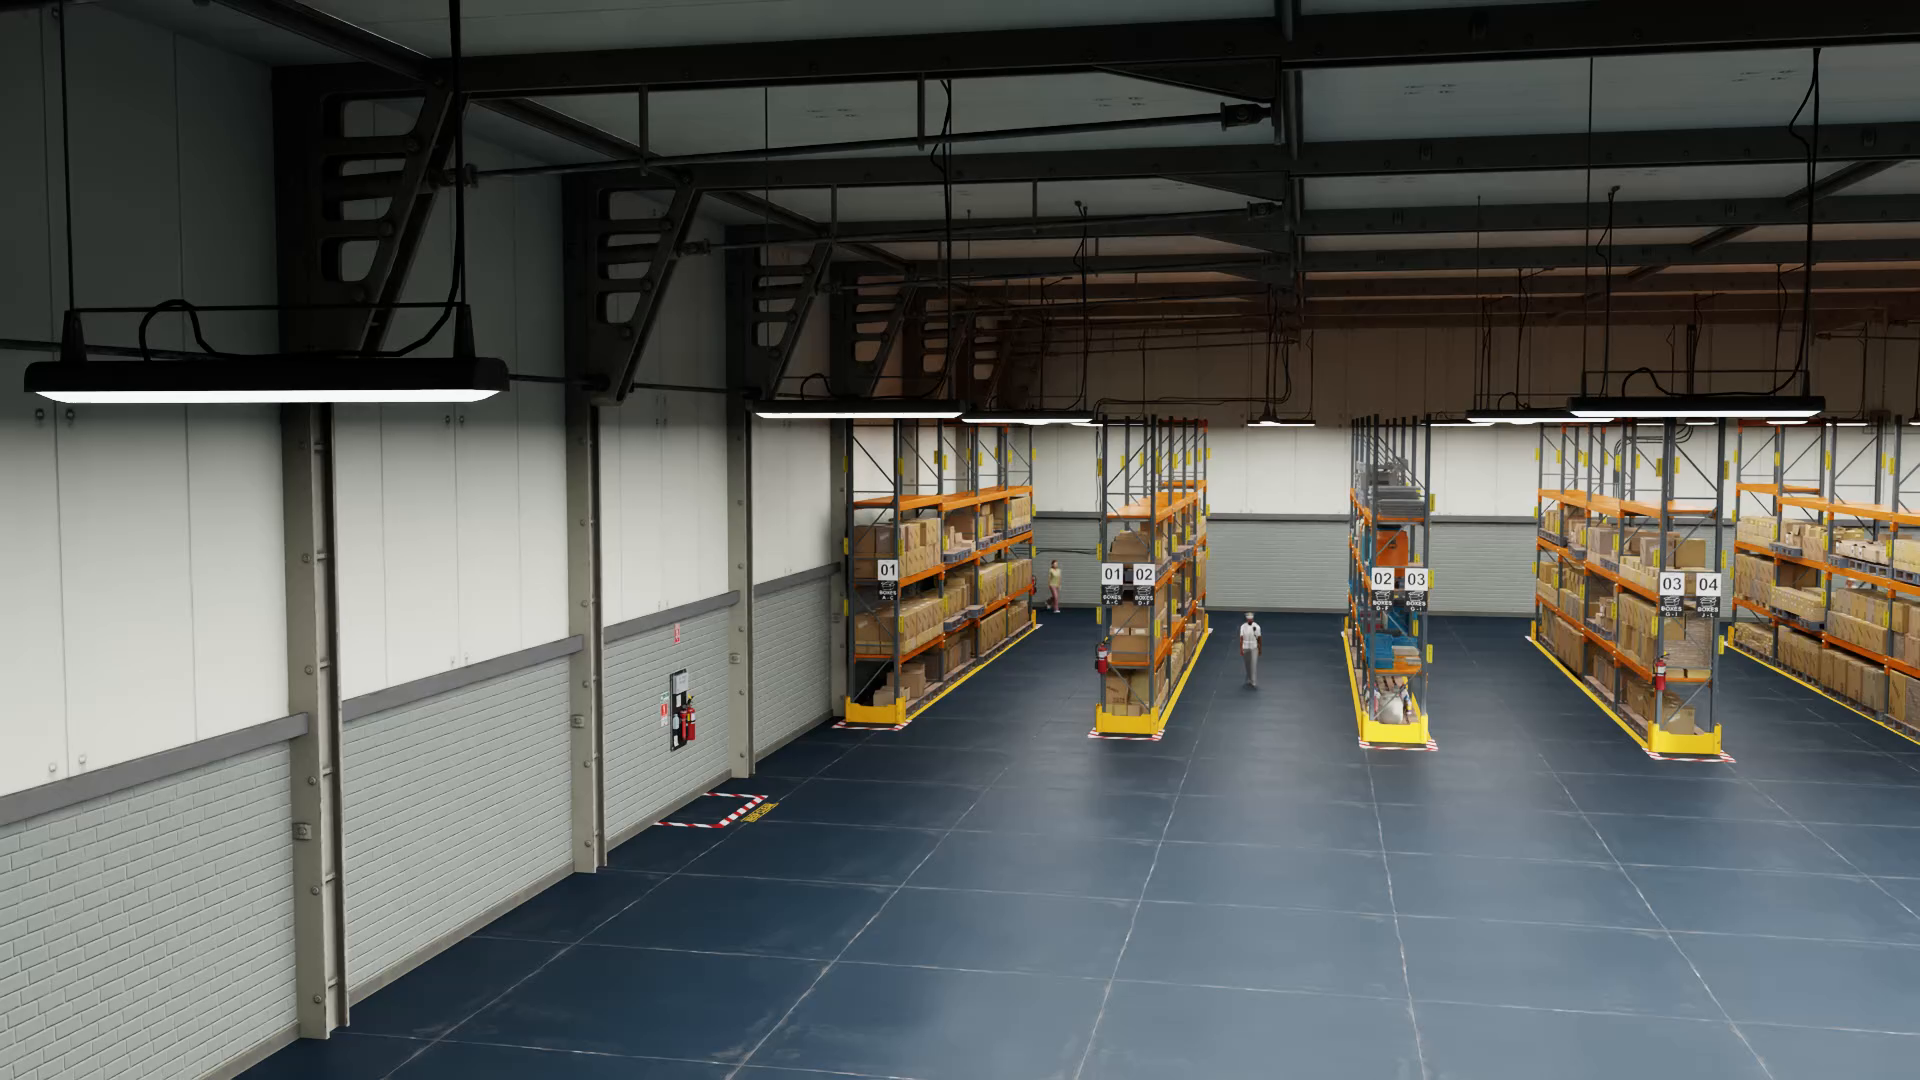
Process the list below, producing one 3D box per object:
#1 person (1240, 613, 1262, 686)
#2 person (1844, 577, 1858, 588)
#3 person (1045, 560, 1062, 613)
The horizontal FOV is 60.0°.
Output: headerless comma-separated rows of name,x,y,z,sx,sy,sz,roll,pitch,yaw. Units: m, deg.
person,6.439,2.425,36.985,0.466,1.625,0.869,1,4,20
person,24.266,1.834,45.241,1.034,1.754,0.556,0,4,5
person,2.922,1.440,51.943,0.451,1.635,0.853,-3,5,-39
